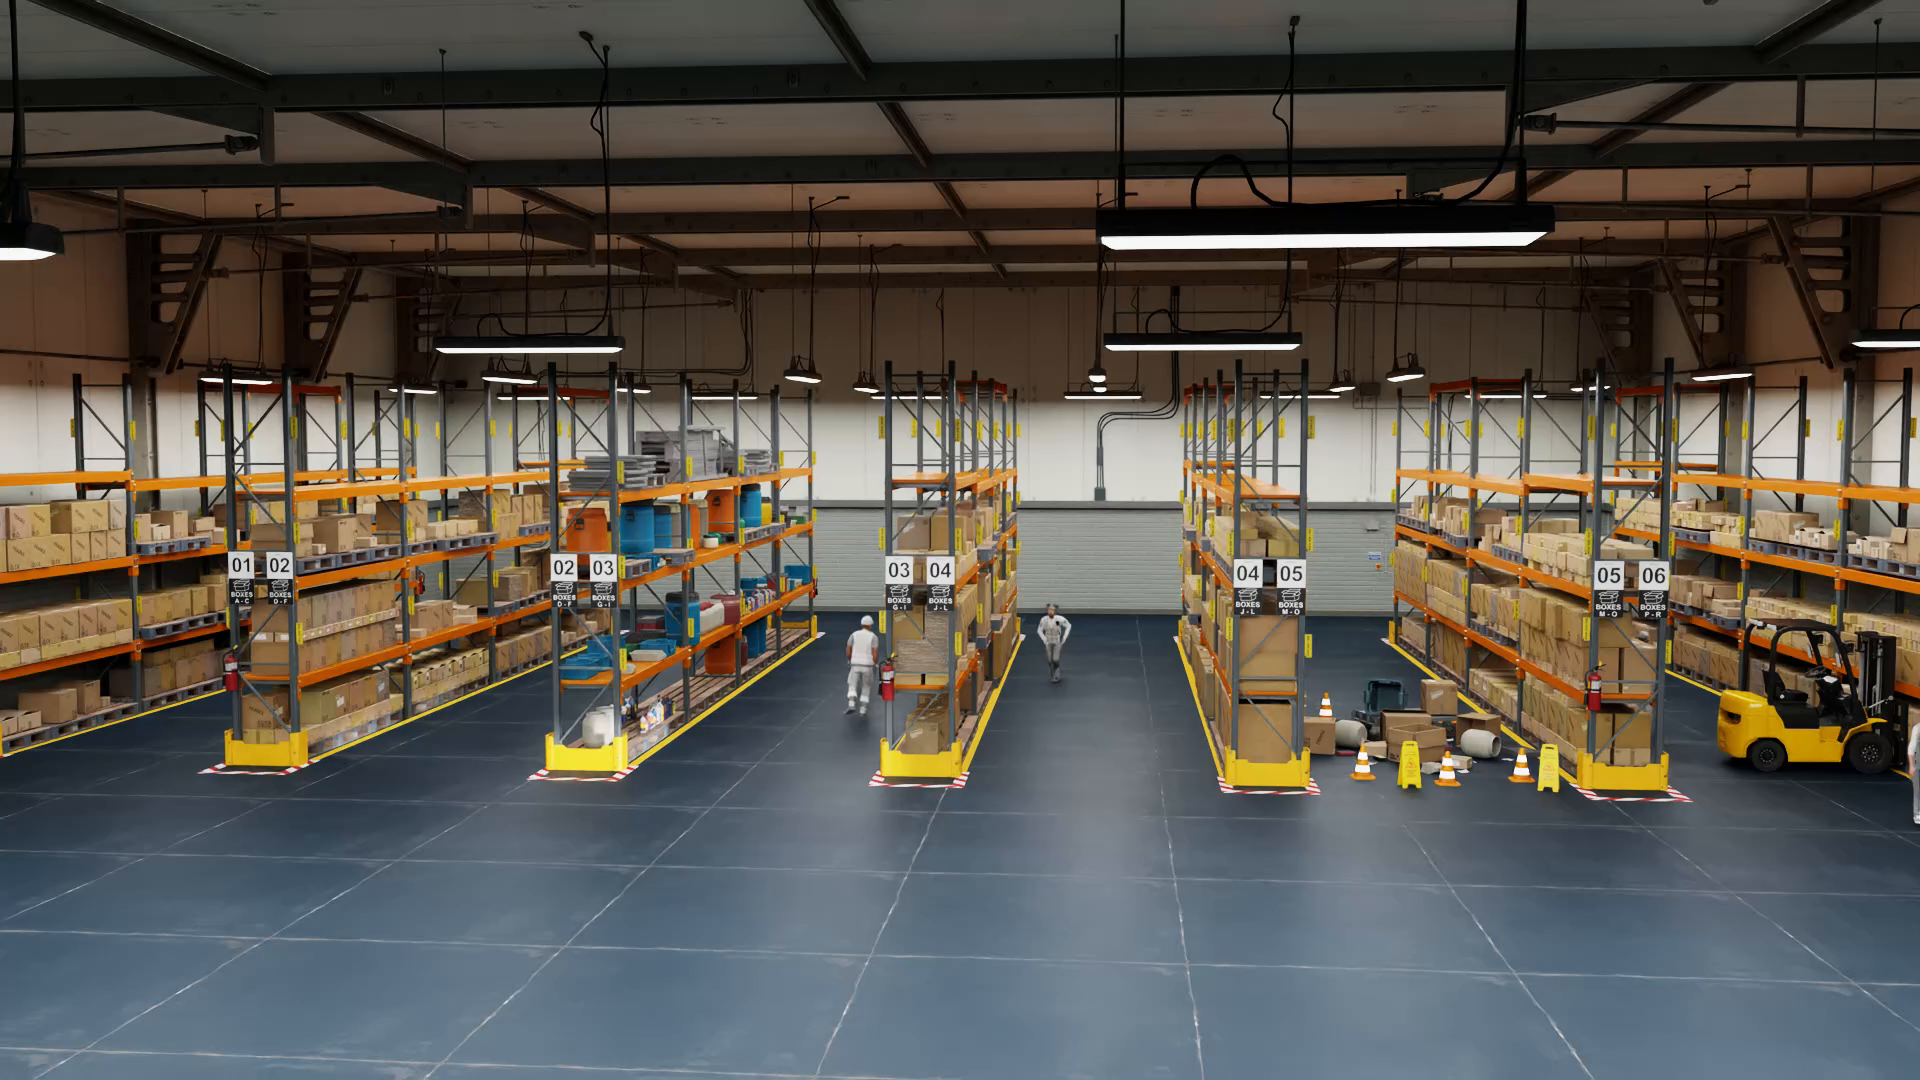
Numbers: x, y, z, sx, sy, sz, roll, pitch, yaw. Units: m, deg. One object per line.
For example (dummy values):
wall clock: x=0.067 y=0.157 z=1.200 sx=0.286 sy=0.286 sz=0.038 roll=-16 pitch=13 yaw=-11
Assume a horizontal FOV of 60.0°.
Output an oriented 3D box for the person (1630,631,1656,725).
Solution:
person: x=11.393 y=2.369 z=27.792 sx=0.528 sy=1.710 sz=0.419 roll=-1 pitch=4 yaw=-18

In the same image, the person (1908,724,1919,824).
person: x=12.079 y=2.848 z=20.751 sx=0.449 sy=1.543 sz=0.971 roll=2 pitch=4 yaw=29

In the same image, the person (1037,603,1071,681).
person: x=1.878 y=2.033 z=33.044 sx=0.643 sy=1.603 sz=0.701 roll=1 pitch=4 yaw=15

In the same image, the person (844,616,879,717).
person: x=-1.716 y=2.218 z=29.038 sx=0.587 sy=1.758 sz=0.711 roll=0 pitch=4 yaw=7

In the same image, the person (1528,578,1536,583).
person: x=13.224 y=1.629 z=38.541 sx=0.922 sy=1.629 sz=0.442 roll=3 pitch=5 yaw=41
